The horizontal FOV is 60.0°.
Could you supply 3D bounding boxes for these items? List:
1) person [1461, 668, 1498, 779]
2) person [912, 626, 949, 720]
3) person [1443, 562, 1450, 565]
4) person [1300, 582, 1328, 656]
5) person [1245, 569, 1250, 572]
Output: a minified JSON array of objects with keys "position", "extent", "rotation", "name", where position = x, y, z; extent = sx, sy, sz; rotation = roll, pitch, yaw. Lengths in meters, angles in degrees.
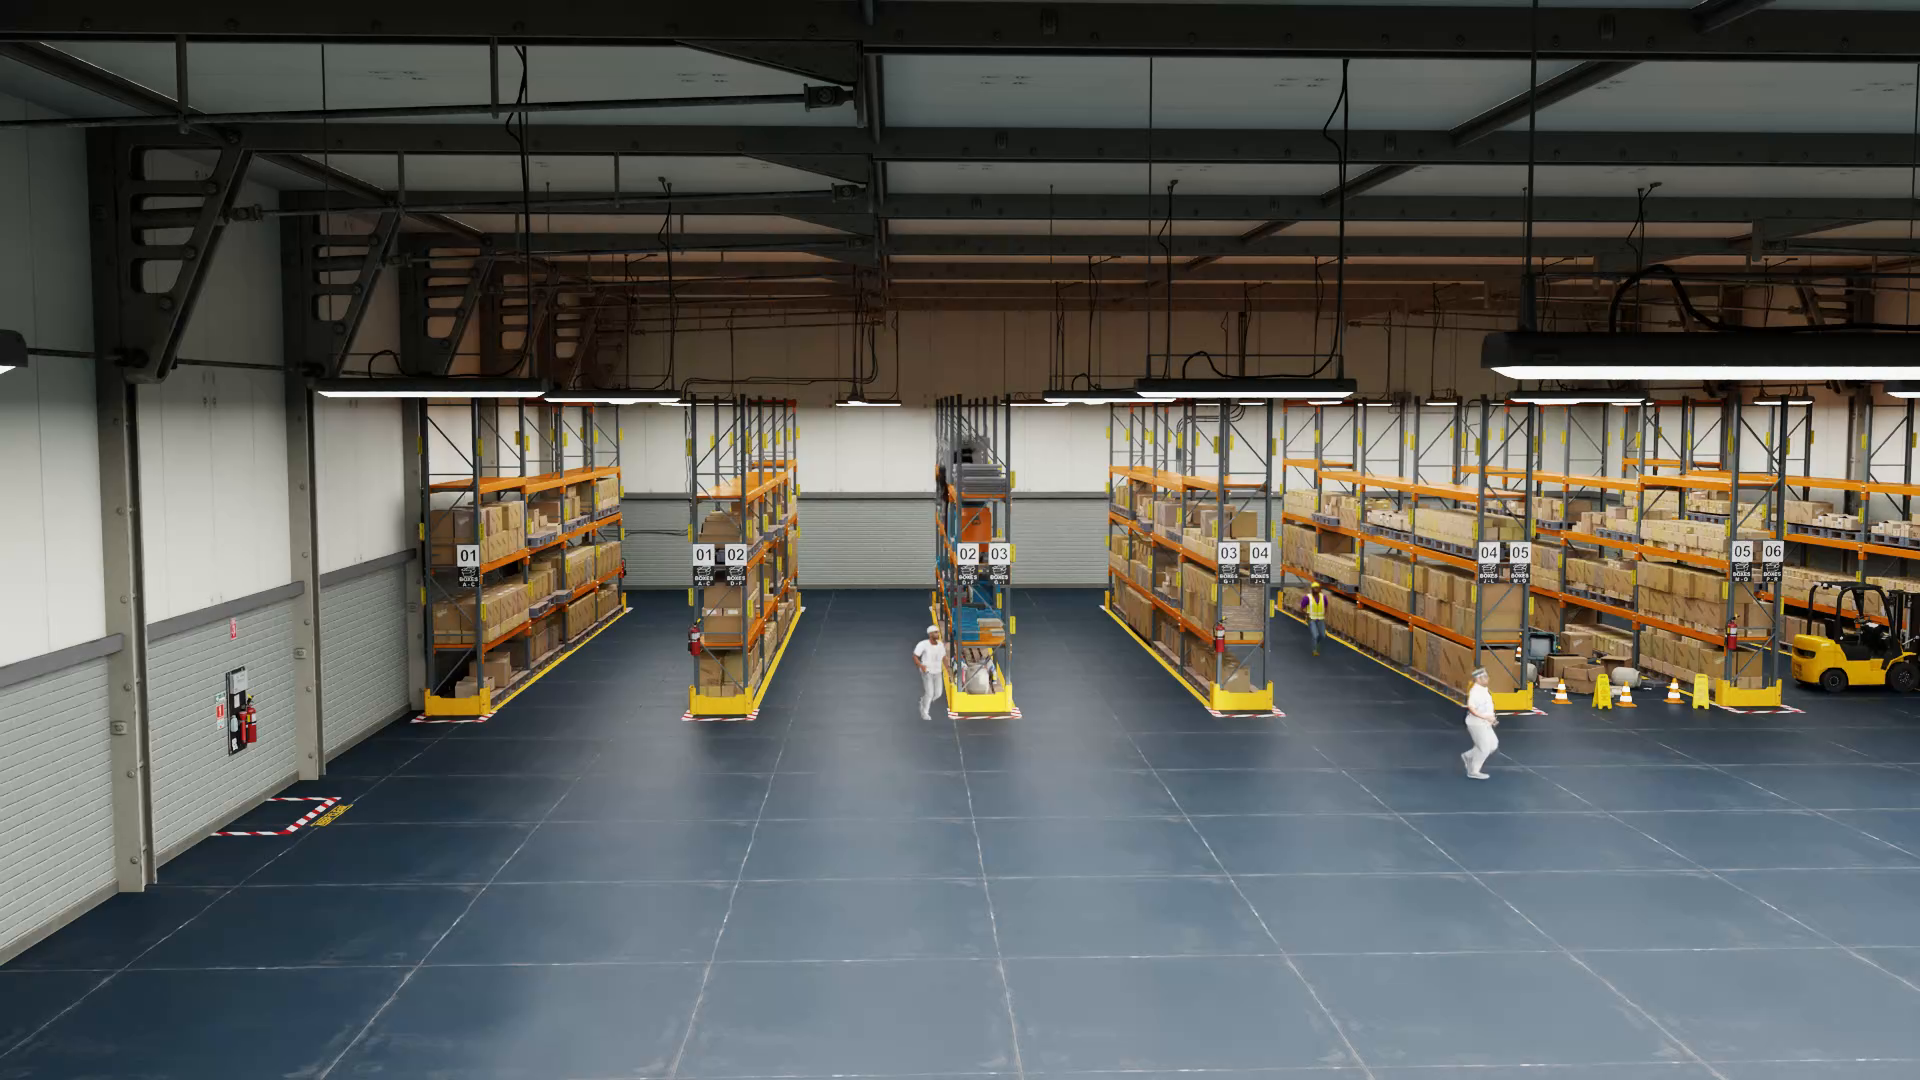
[{"position":[8.052,2.827,25.727],"extent":[0.596,1.736,0.640],"rotation":[2,5,27],"name":"person"},{"position":[-0.529,2.450,30.819],"extent":[0.754,1.710,0.536],"rotation":[-3,5,-35],"name":"person"},{"position":[14.458,1.013,49.367],"extent":[0.828,1.632,0.640],"rotation":[2,5,28],"name":"person"},{"position":[8.230,1.831,38.499],"extent":[0.679,1.721,0.567],"rotation":[0,5,-6],"name":"person"},{"position":[7.967,1.173,47.429],"extent":[0.701,1.682,0.700],"rotation":[3,5,33],"name":"person"}]
